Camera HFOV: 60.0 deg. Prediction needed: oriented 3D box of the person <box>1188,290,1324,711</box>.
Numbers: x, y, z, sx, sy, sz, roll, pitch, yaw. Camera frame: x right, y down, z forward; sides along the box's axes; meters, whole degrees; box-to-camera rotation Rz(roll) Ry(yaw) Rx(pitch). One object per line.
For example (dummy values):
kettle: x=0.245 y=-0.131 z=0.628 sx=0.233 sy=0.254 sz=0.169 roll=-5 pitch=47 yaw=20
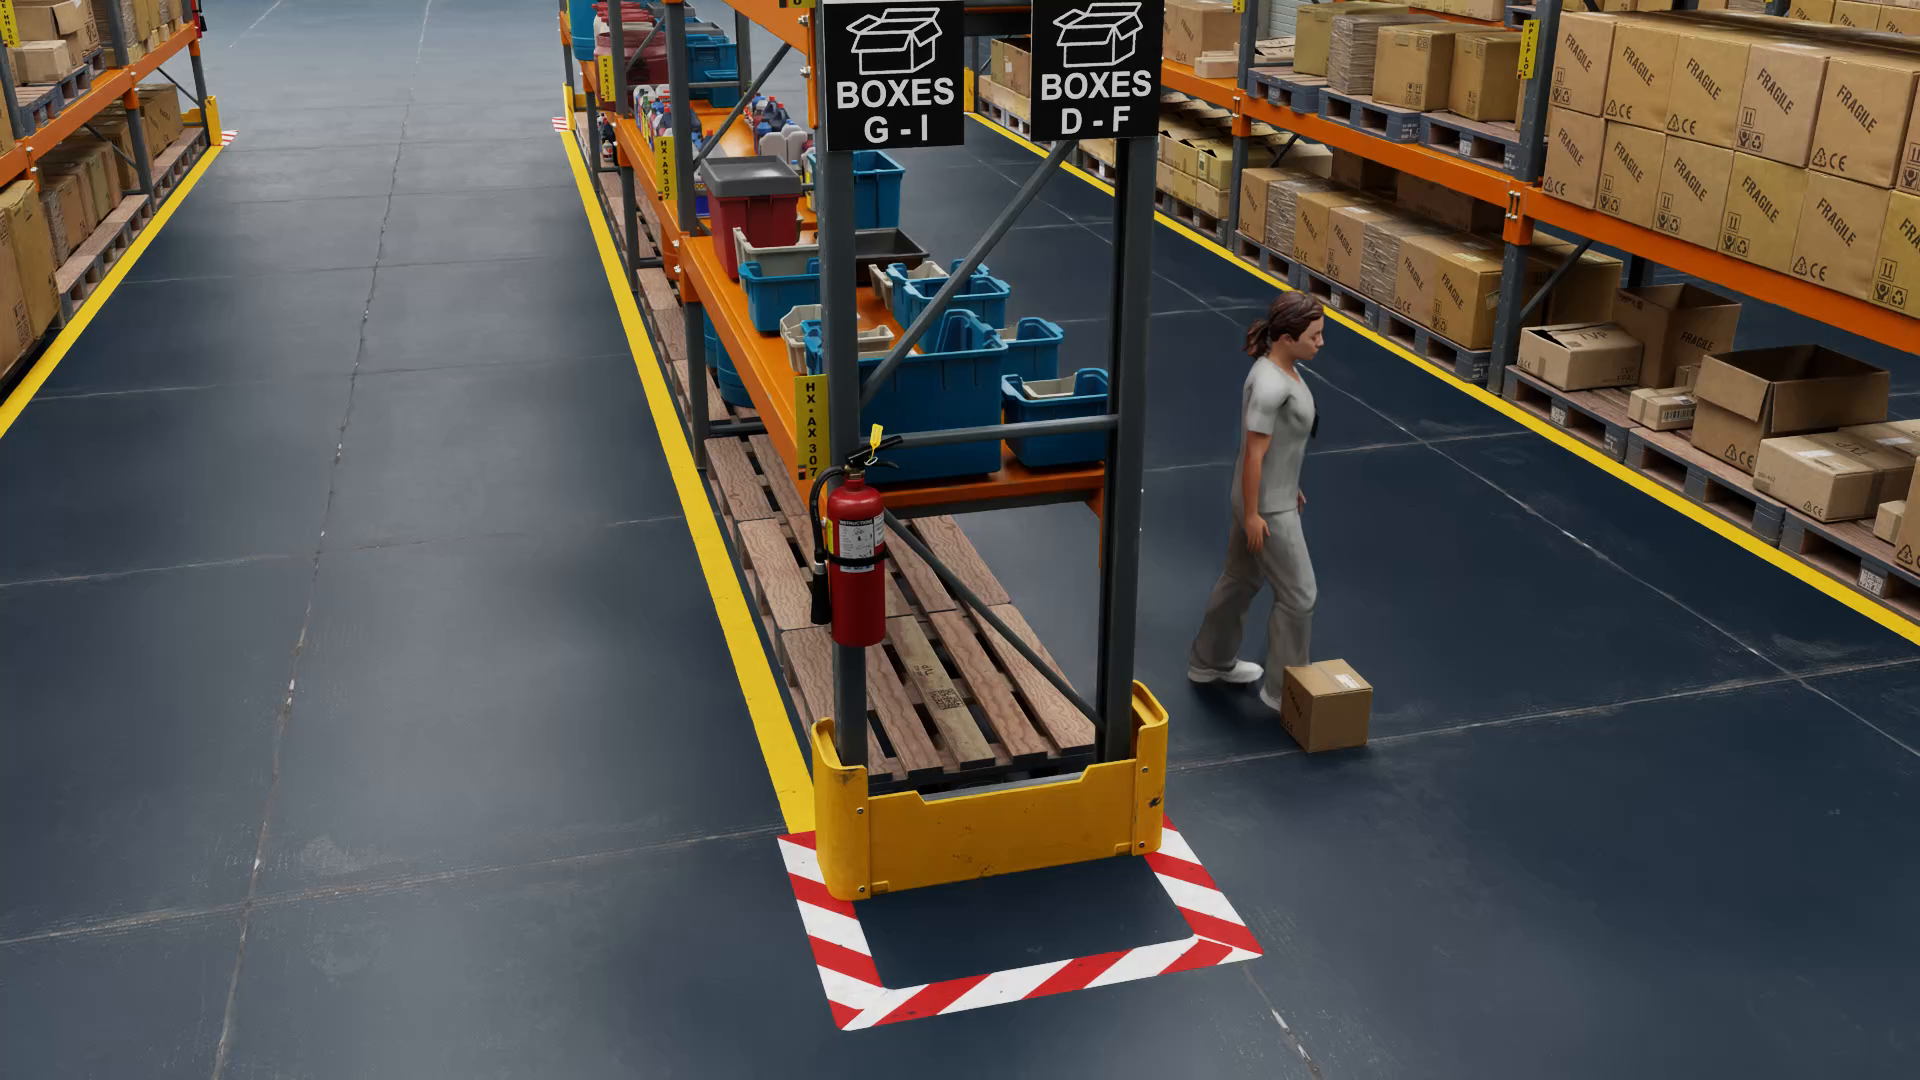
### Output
person: x=1.214 y=-0.126 z=6.423 sx=0.596 sy=1.720 sz=0.534 roll=5 pitch=24 yaw=12
